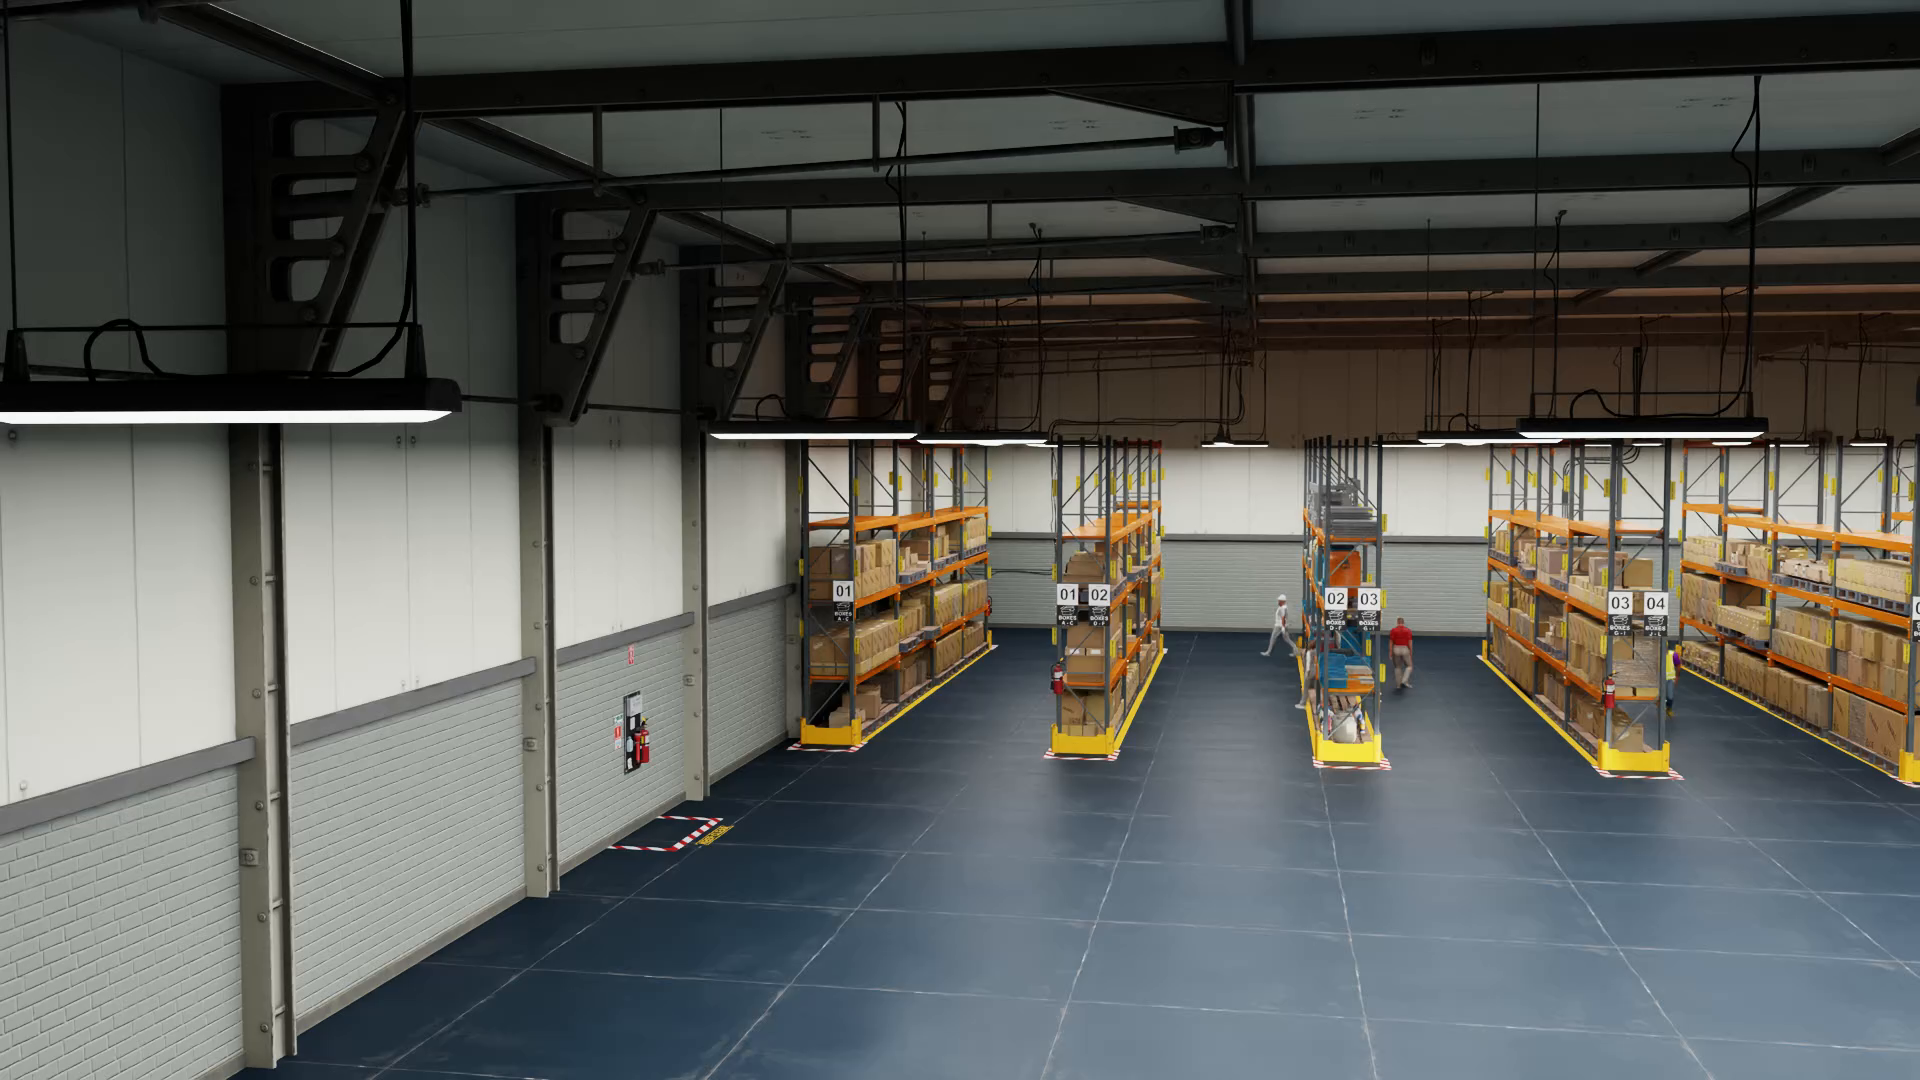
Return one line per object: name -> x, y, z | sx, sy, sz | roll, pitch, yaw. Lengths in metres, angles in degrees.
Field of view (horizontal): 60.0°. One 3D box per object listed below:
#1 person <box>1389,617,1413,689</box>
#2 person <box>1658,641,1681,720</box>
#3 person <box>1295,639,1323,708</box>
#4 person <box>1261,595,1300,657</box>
person -> 10.571, 2.712, 39.834 | 0.588, 1.724, 0.553 | 1, 3, 22
person -> 14.995, 2.943, 35.387 | 0.636, 1.740, 0.669 | 2, 3, 27
person -> 7.657, 2.917, 36.069 | 0.411, 1.538, 0.929 | -1, 3, -17
person -> 8.842, 2.377, 45.773 | 1.076, 1.736, 0.604 | 2, 4, 37
